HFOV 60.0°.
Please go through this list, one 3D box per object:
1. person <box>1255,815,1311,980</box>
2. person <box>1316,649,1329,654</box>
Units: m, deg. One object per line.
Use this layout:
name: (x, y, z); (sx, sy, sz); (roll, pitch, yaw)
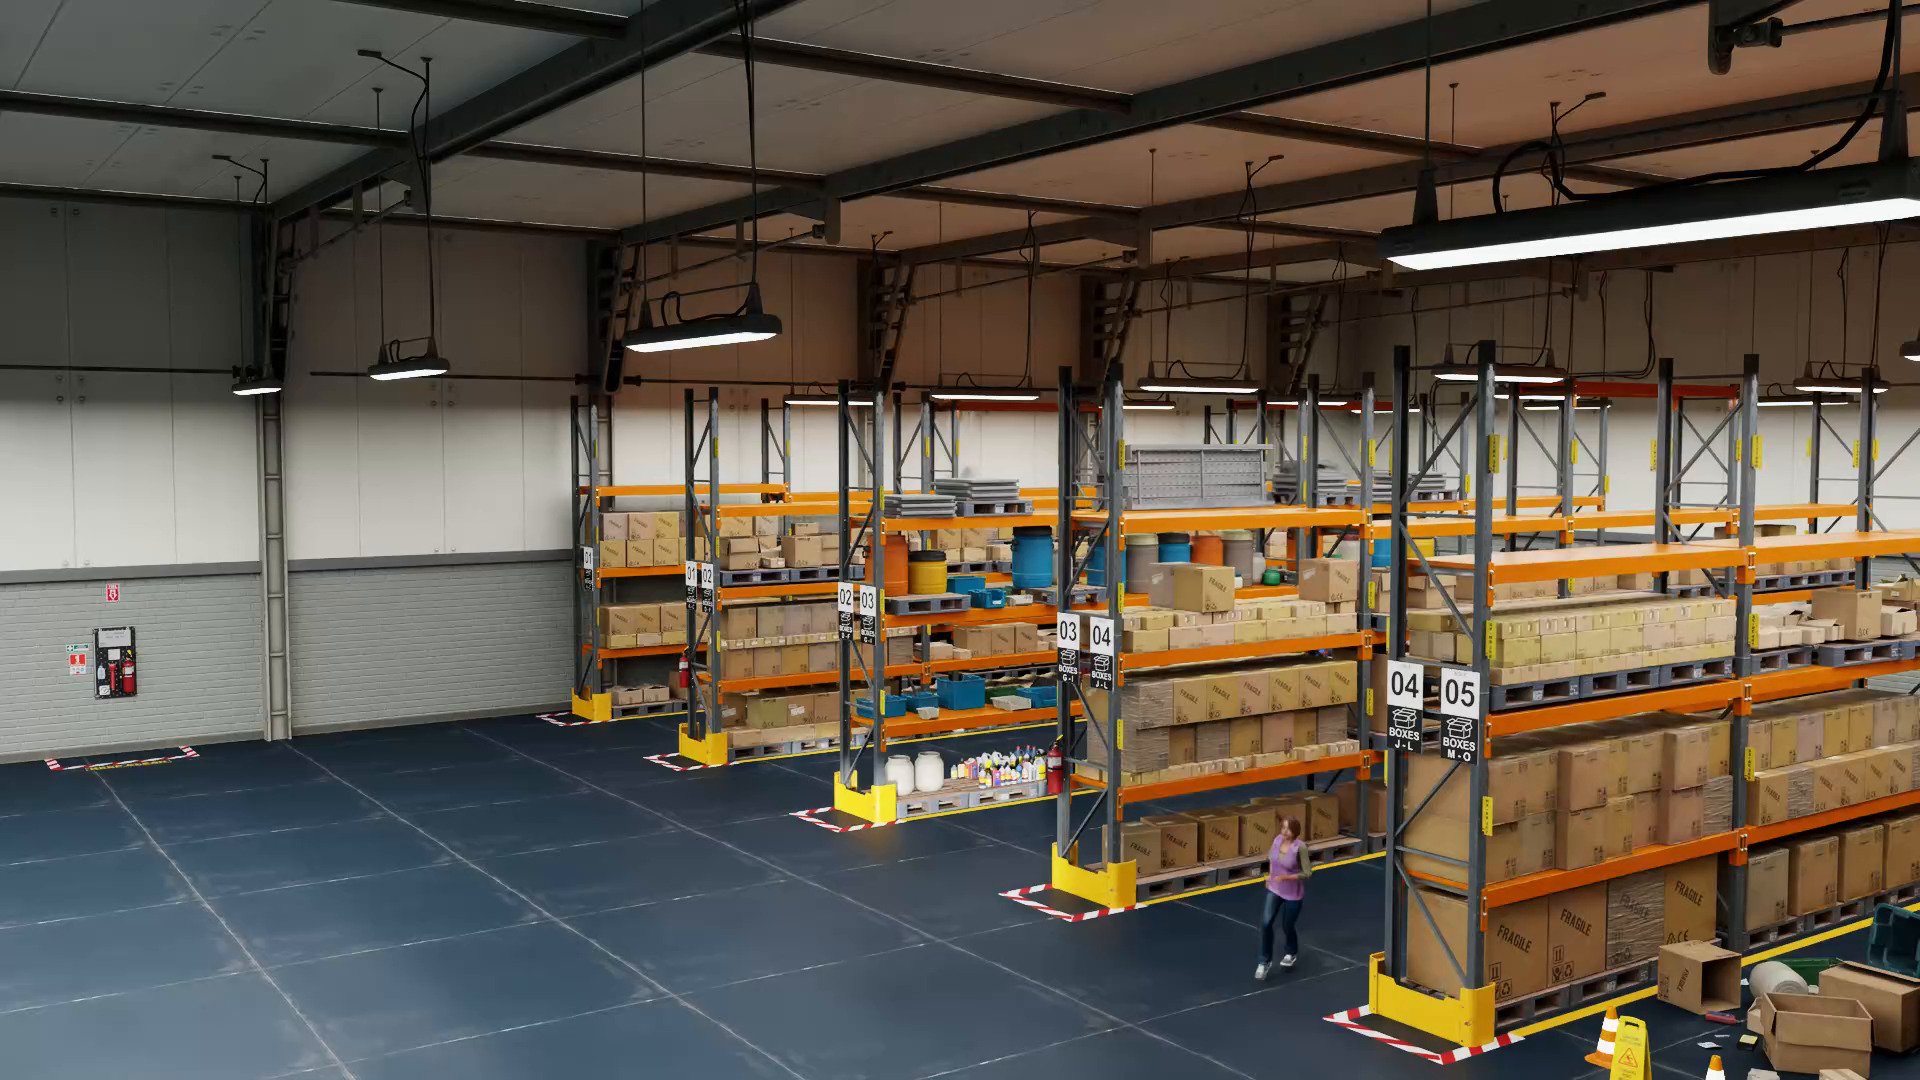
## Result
person: (3.149, 3.429, 15.972); (0.522, 1.622, 0.719); (2, 4, 35)
person: (6.499, 2.540, 30.256); (0.651, 1.640, 0.578); (-3, 4, -36)
